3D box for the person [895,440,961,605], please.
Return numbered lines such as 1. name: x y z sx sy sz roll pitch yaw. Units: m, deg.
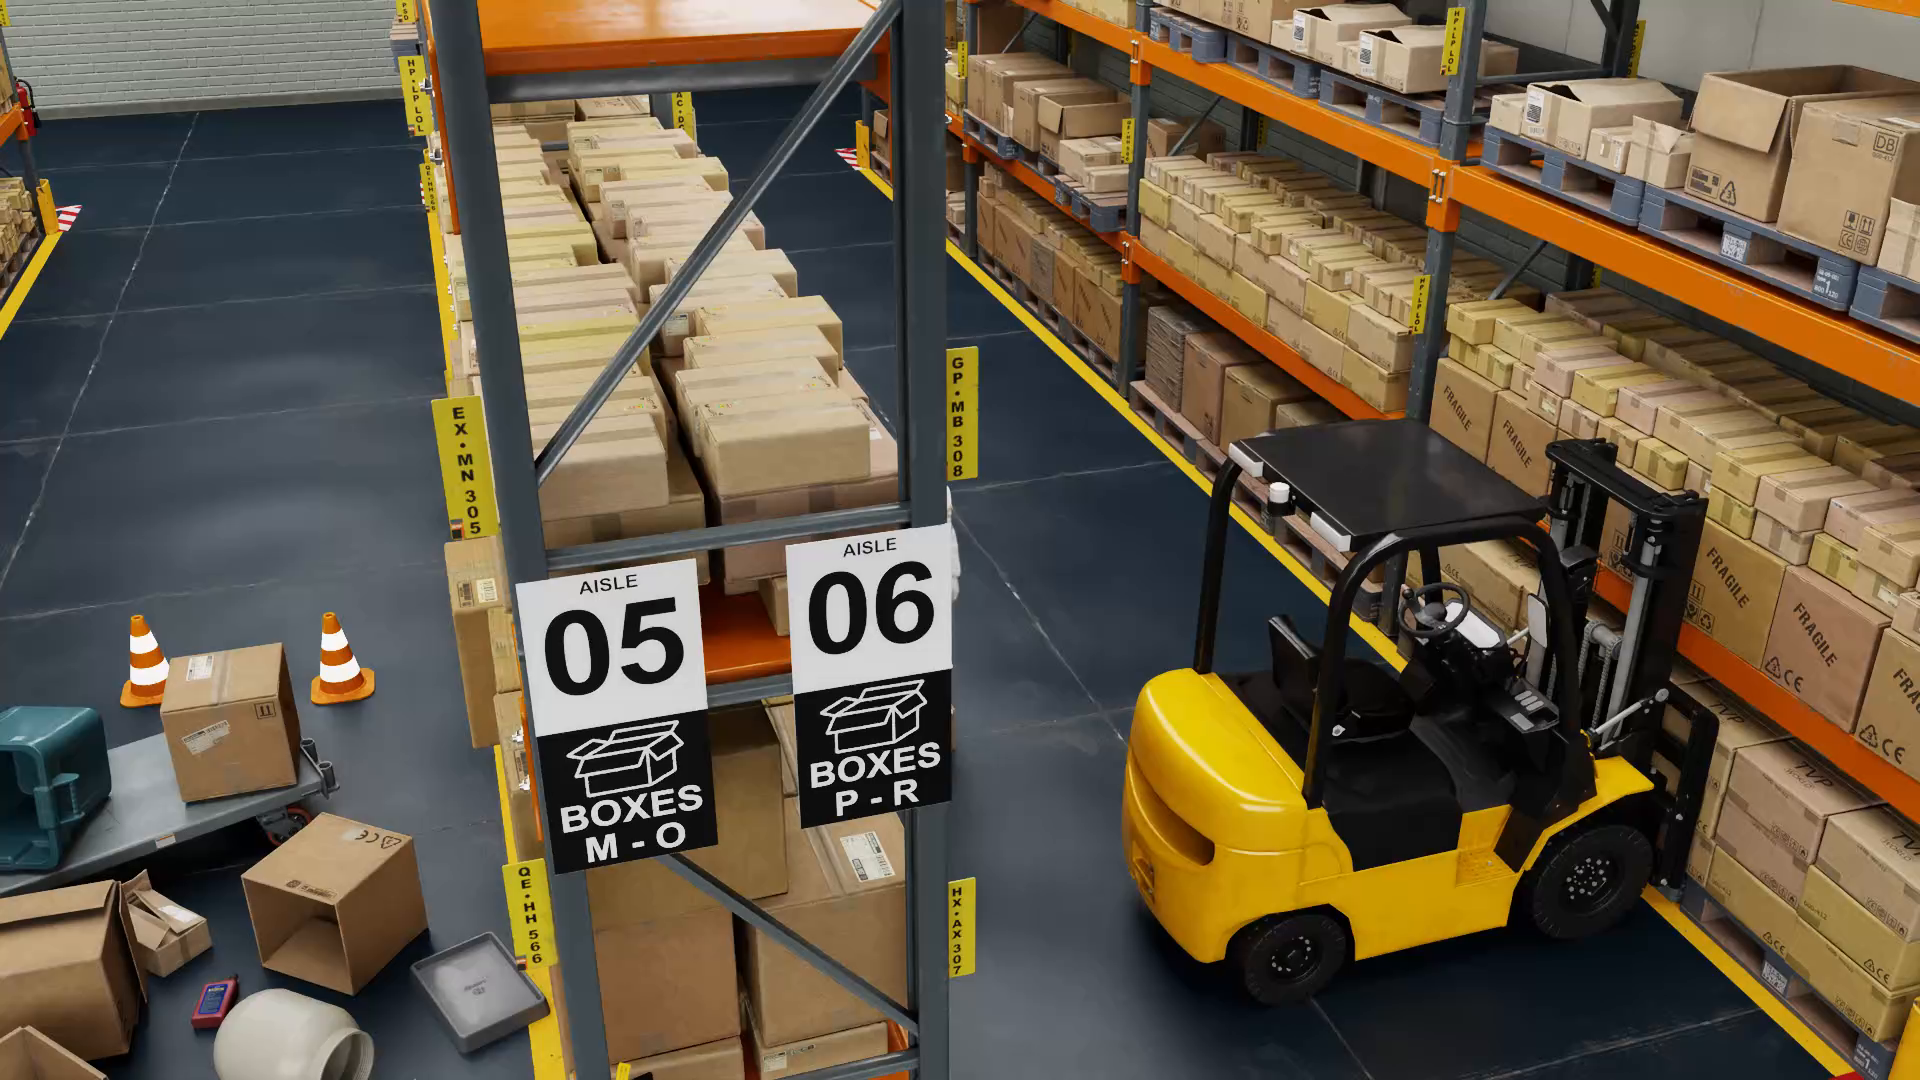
1. person: -0.255 0.225 8.655 0.547 1.667 0.369 -10 28 -19
